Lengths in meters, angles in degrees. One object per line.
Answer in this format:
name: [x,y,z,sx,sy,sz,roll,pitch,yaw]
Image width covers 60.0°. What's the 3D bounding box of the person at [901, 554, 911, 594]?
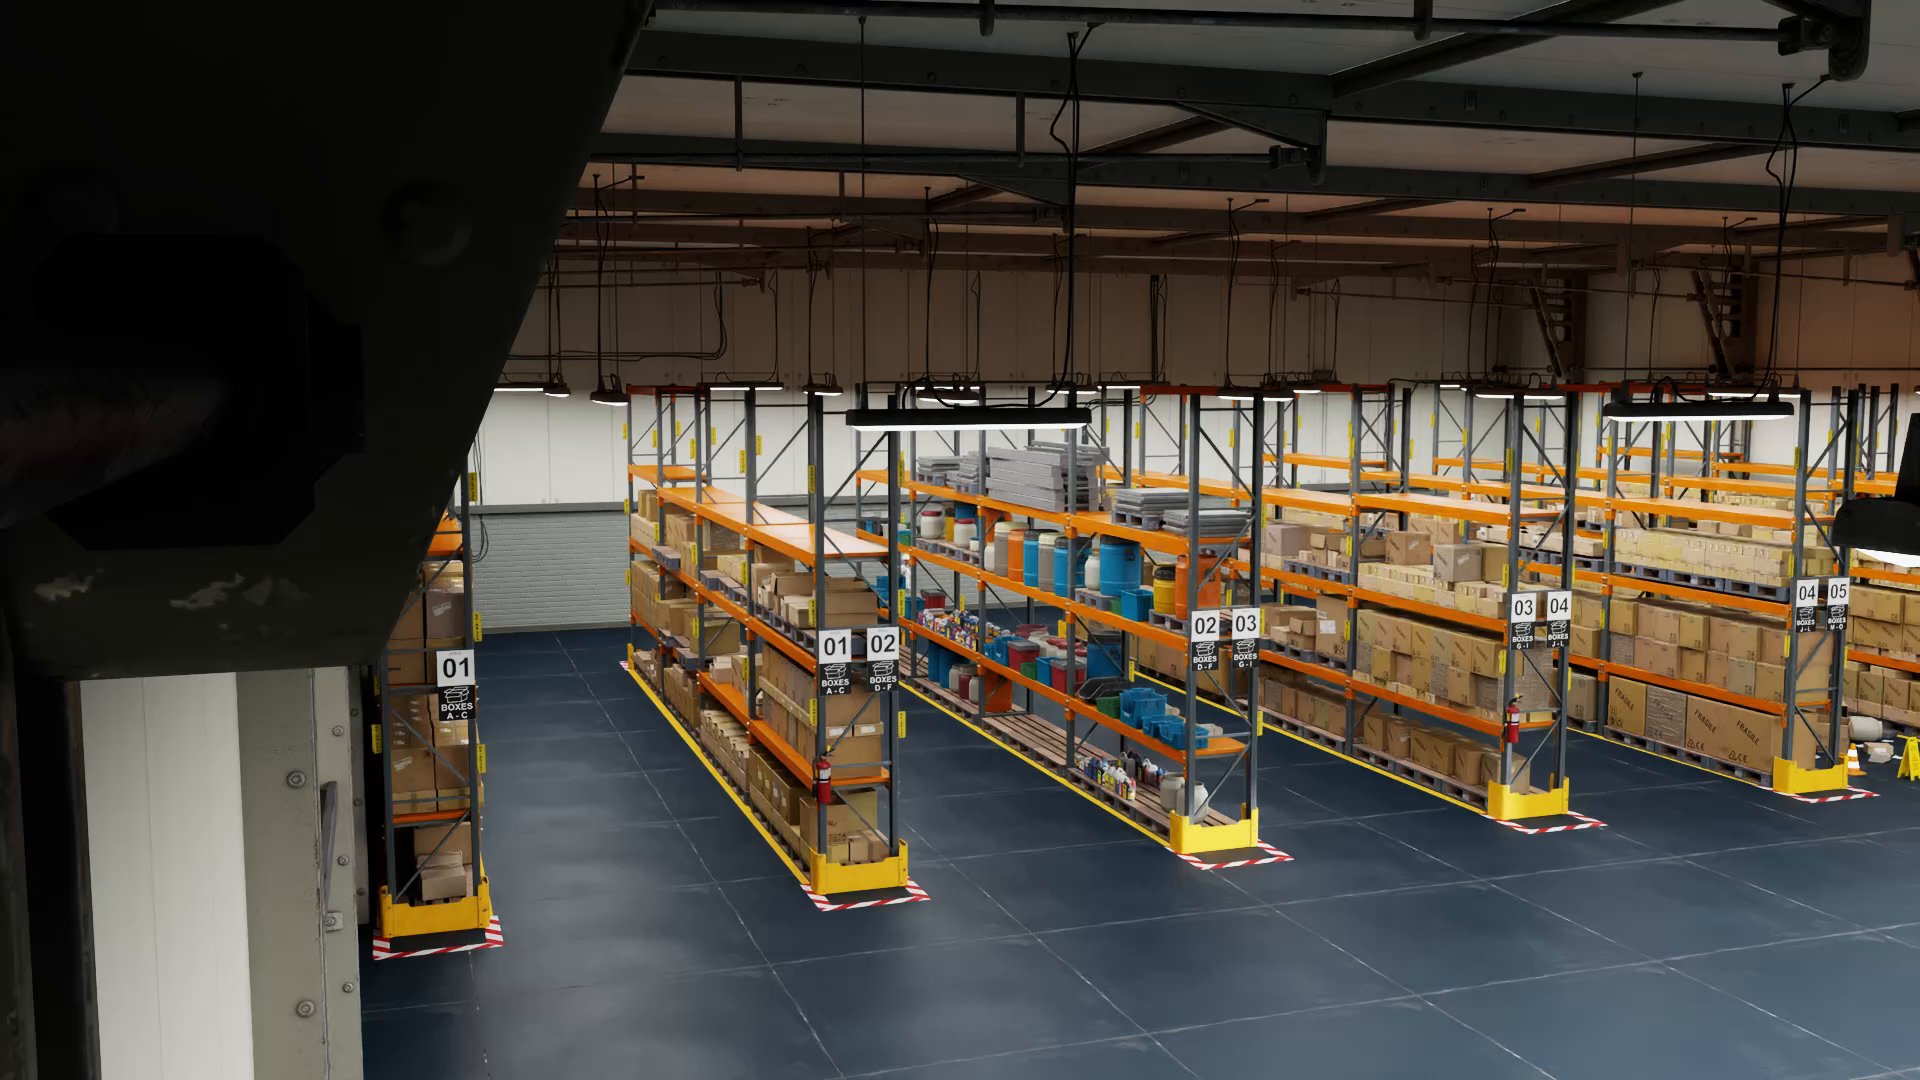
person: [-1.393,1.189,41.532,1.057,1.727,0.520,1,6,5]
